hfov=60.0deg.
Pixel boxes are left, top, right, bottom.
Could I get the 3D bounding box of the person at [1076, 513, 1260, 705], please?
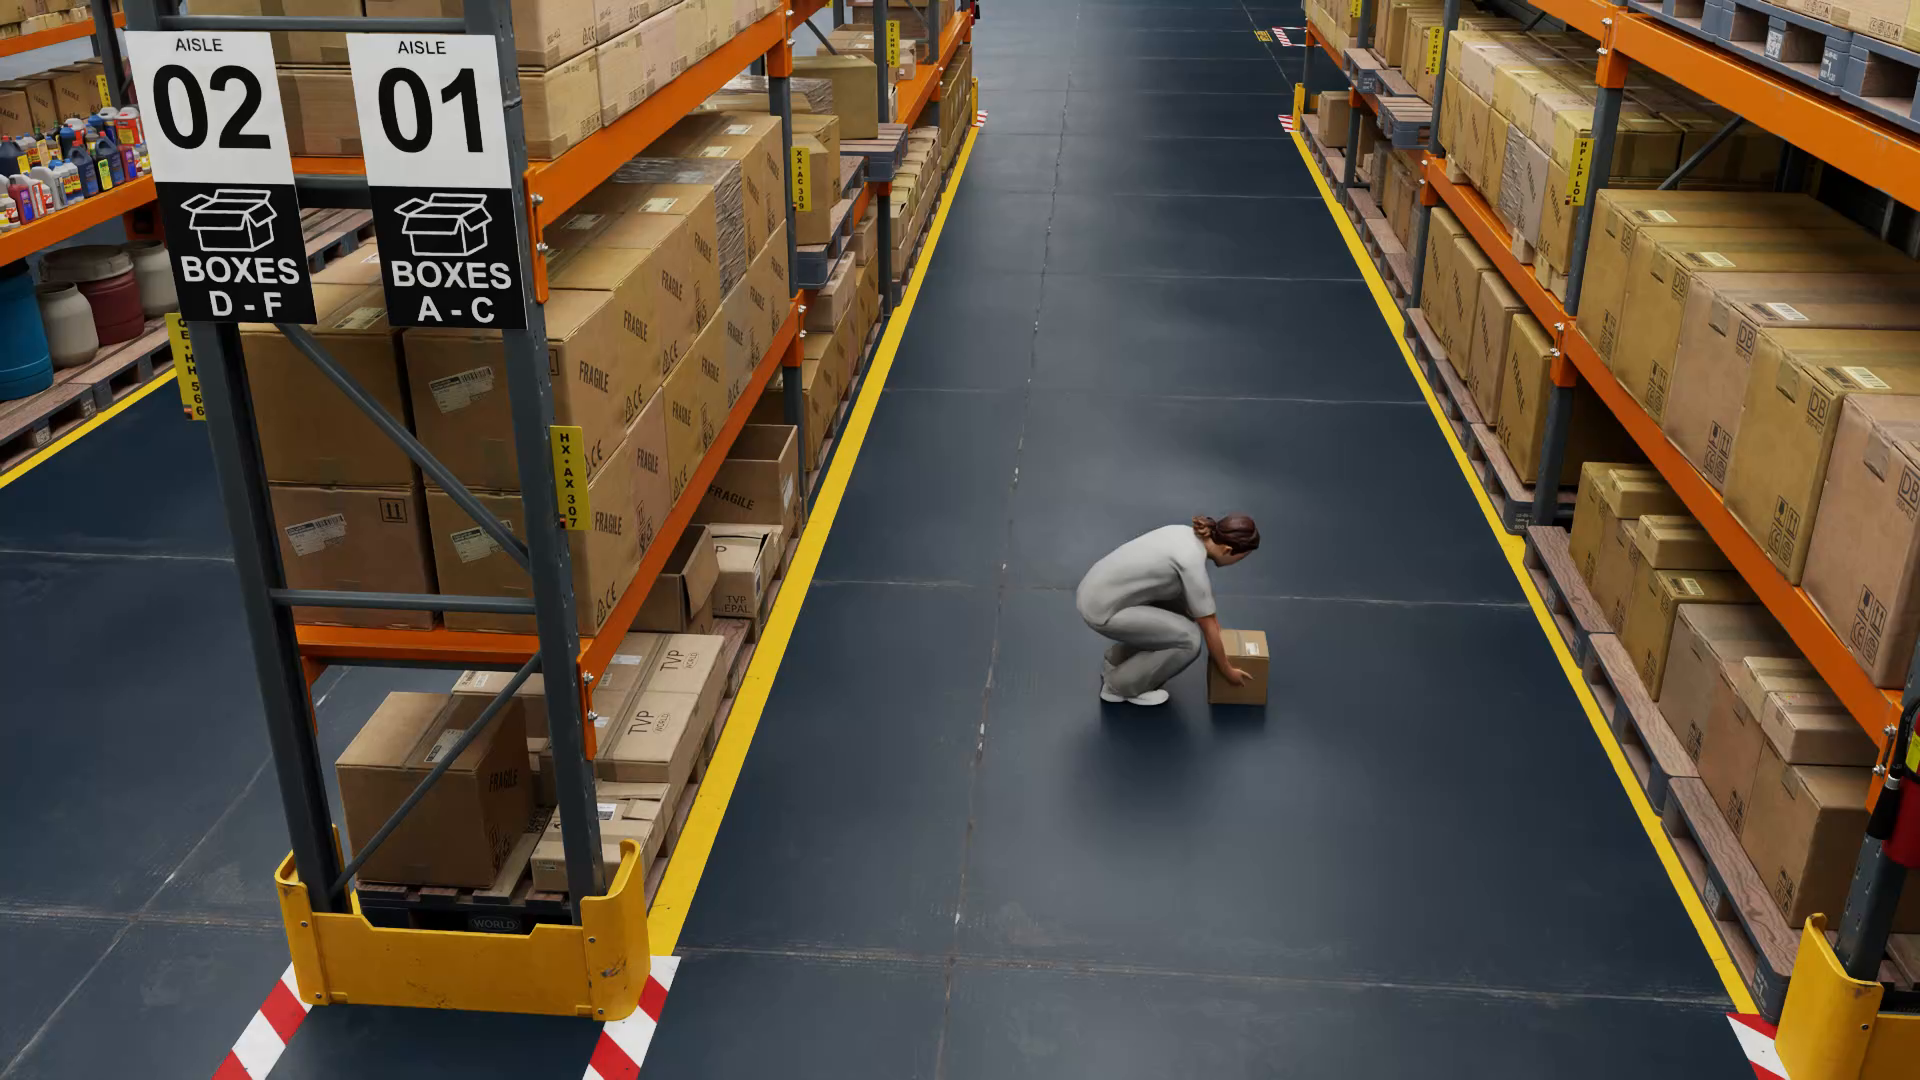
[{"bbox_3d":[0.922,0.306,7.472,0.801,0.820,0.484,2,25,4],"label":"person"}]
